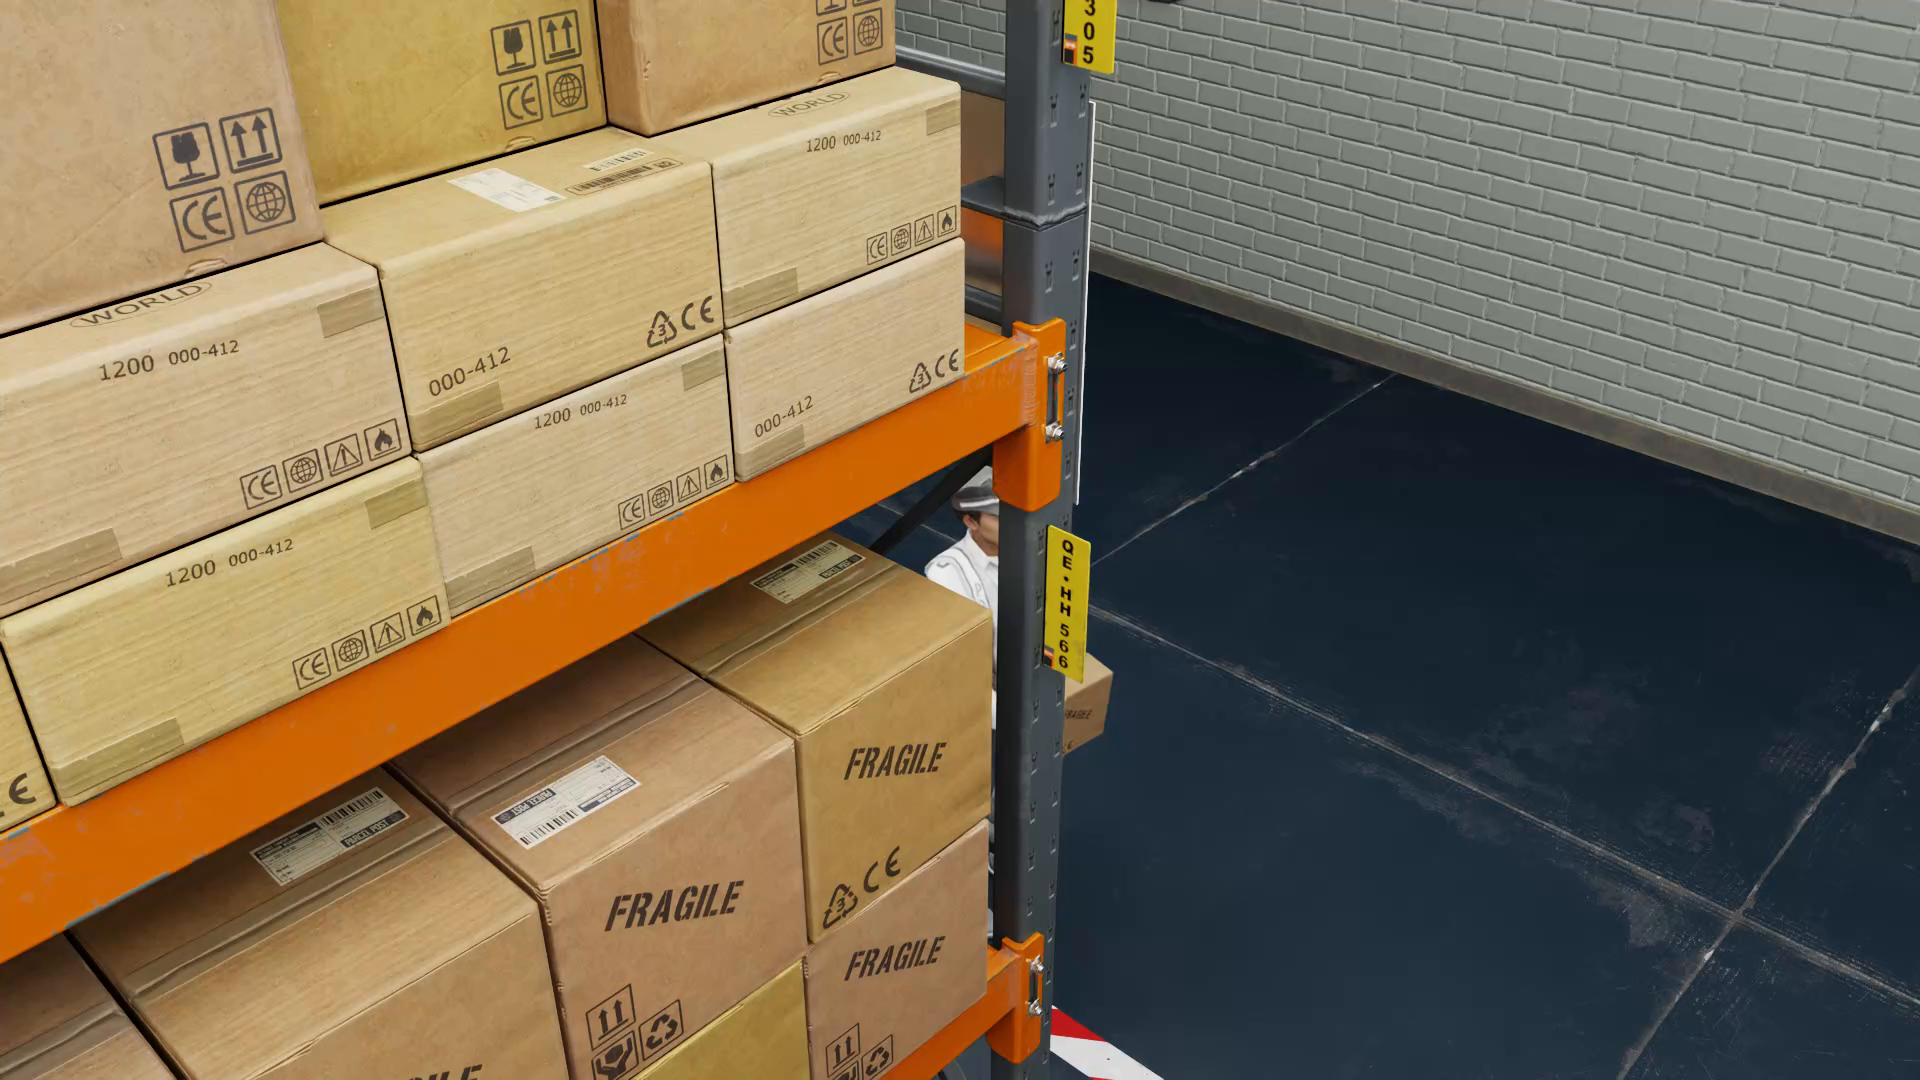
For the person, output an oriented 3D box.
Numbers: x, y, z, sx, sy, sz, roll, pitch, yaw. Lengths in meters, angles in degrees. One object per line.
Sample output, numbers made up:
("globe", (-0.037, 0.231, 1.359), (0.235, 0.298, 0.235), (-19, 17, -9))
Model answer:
("person", (0.146, 0.535, 5.240), (0.459, 1.688, 0.543), (-24, 39, -34))
